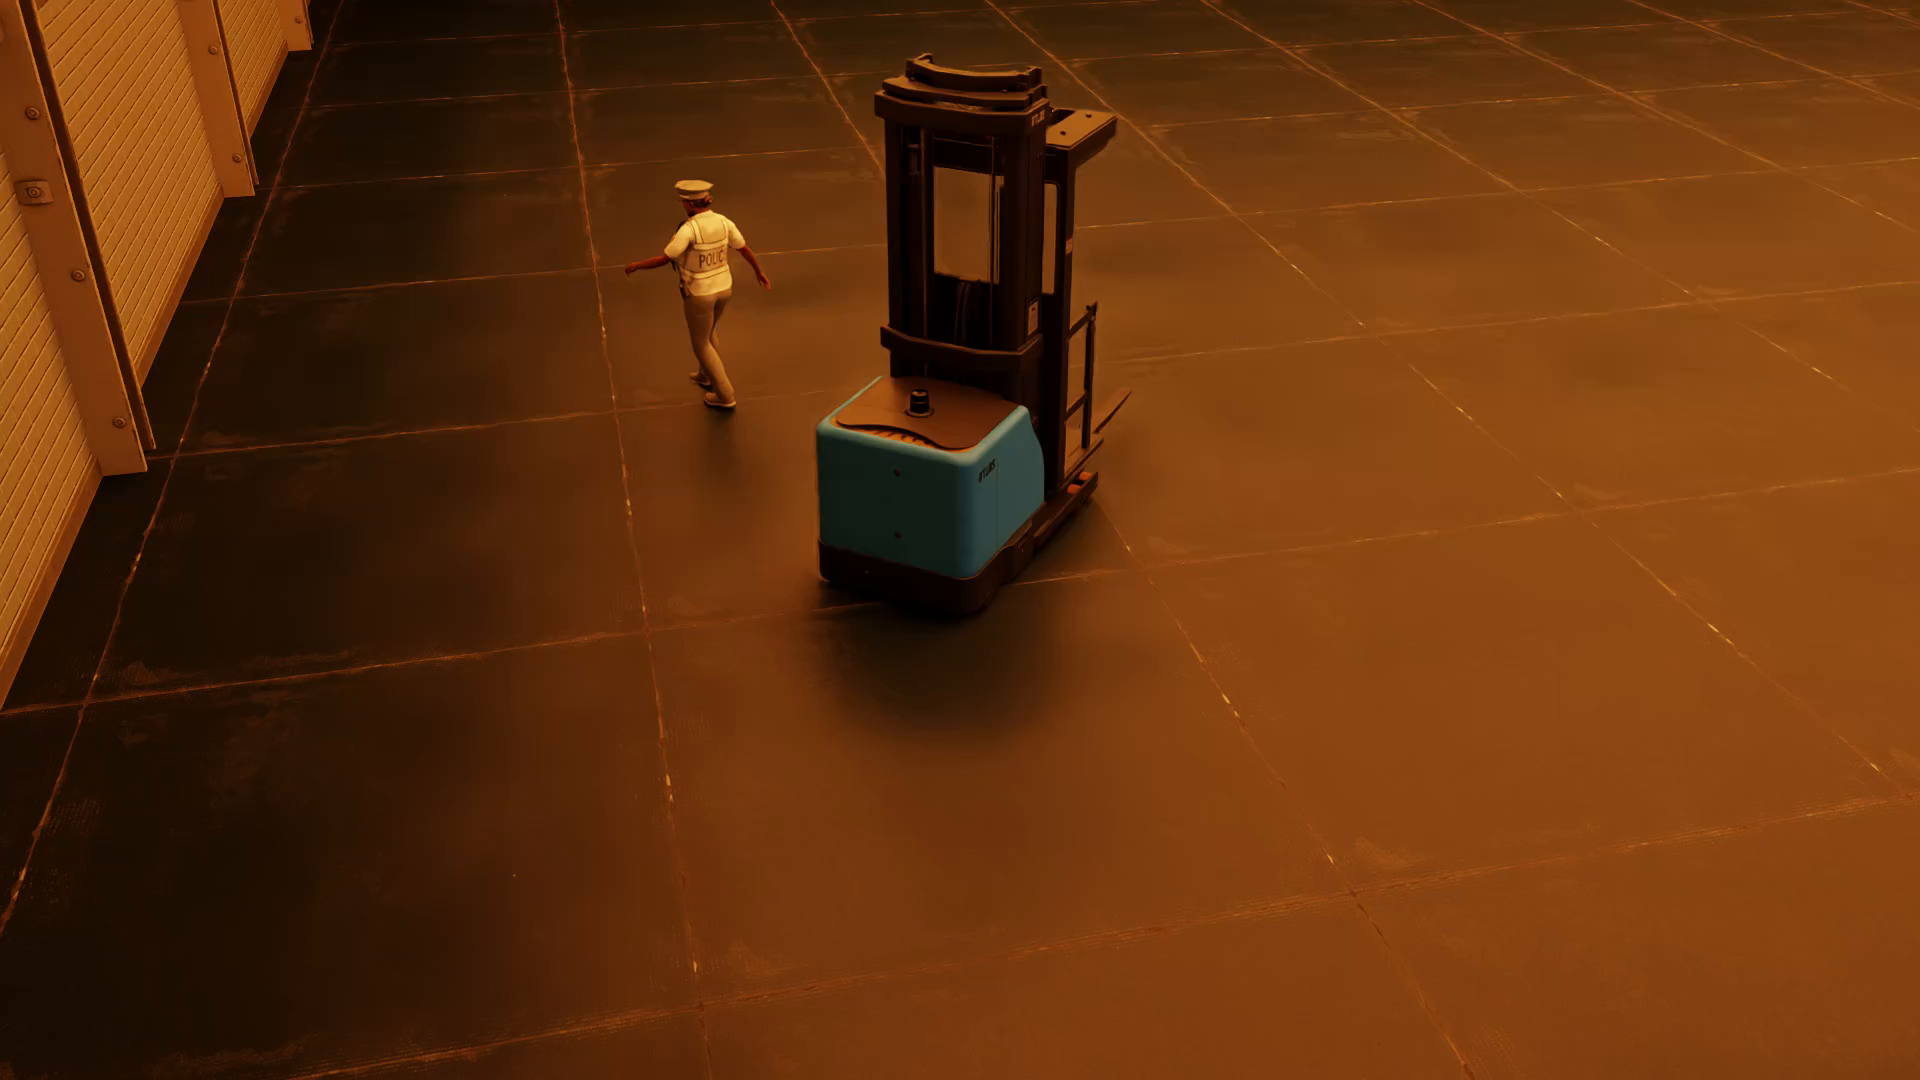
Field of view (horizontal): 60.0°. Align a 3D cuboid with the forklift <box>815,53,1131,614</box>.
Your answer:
[{"bbox_3d":[0.258,-1.553,10.258,1.130,2.935,3.031,14,33,22],"label":"forklift"}]

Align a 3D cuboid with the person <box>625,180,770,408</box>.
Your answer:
[{"bbox_3d":[-1.850,-1.810,12.017,0.722,1.640,0.892,23,37,34],"label":"person"}]
